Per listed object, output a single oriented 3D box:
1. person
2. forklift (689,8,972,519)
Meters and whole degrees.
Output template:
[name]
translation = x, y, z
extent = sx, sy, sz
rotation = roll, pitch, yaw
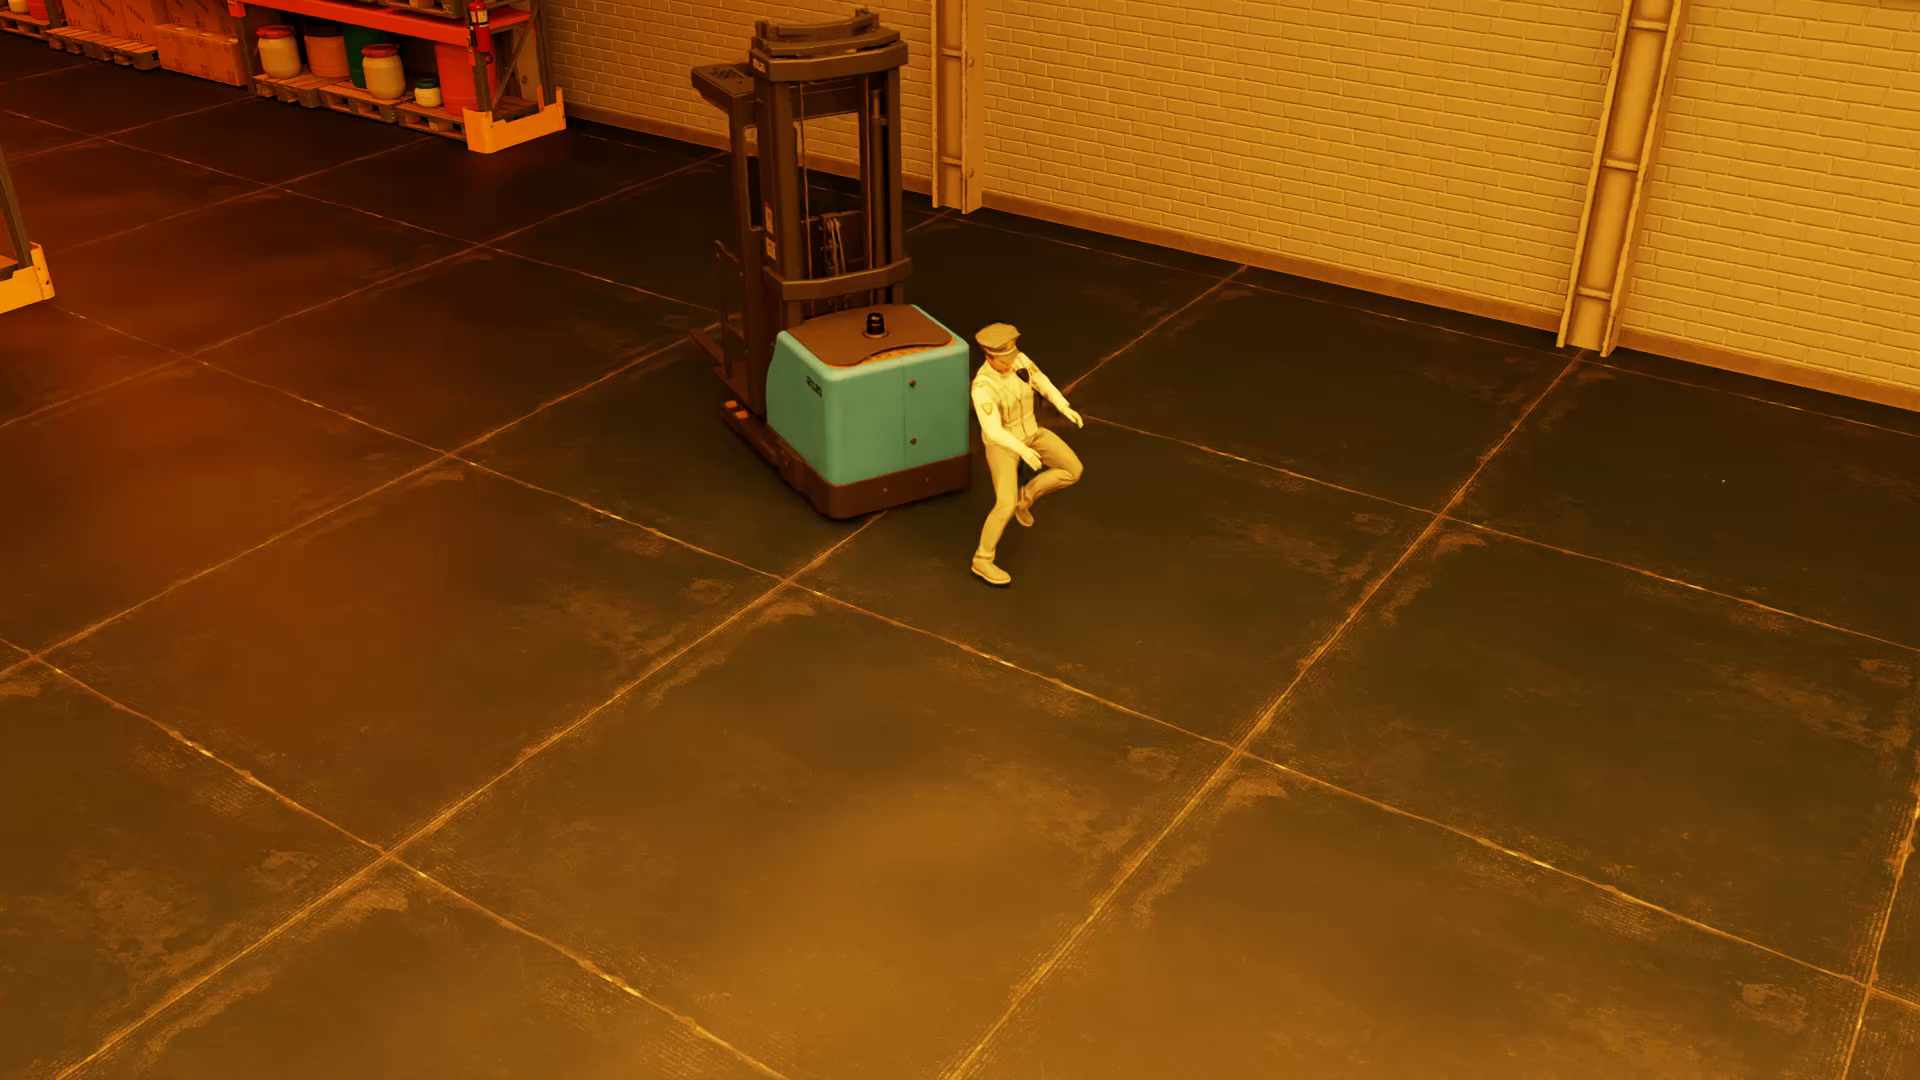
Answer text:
[person]
translation = 0.384, -0.545, 9.964
extent = 0.774, 1.471, 0.716
rotation = -26, 39, -37
[forklift]
translation = -1.073, -2.114, 11.221
extent = 1.130, 2.935, 3.031
rotation = -15, 34, -25
